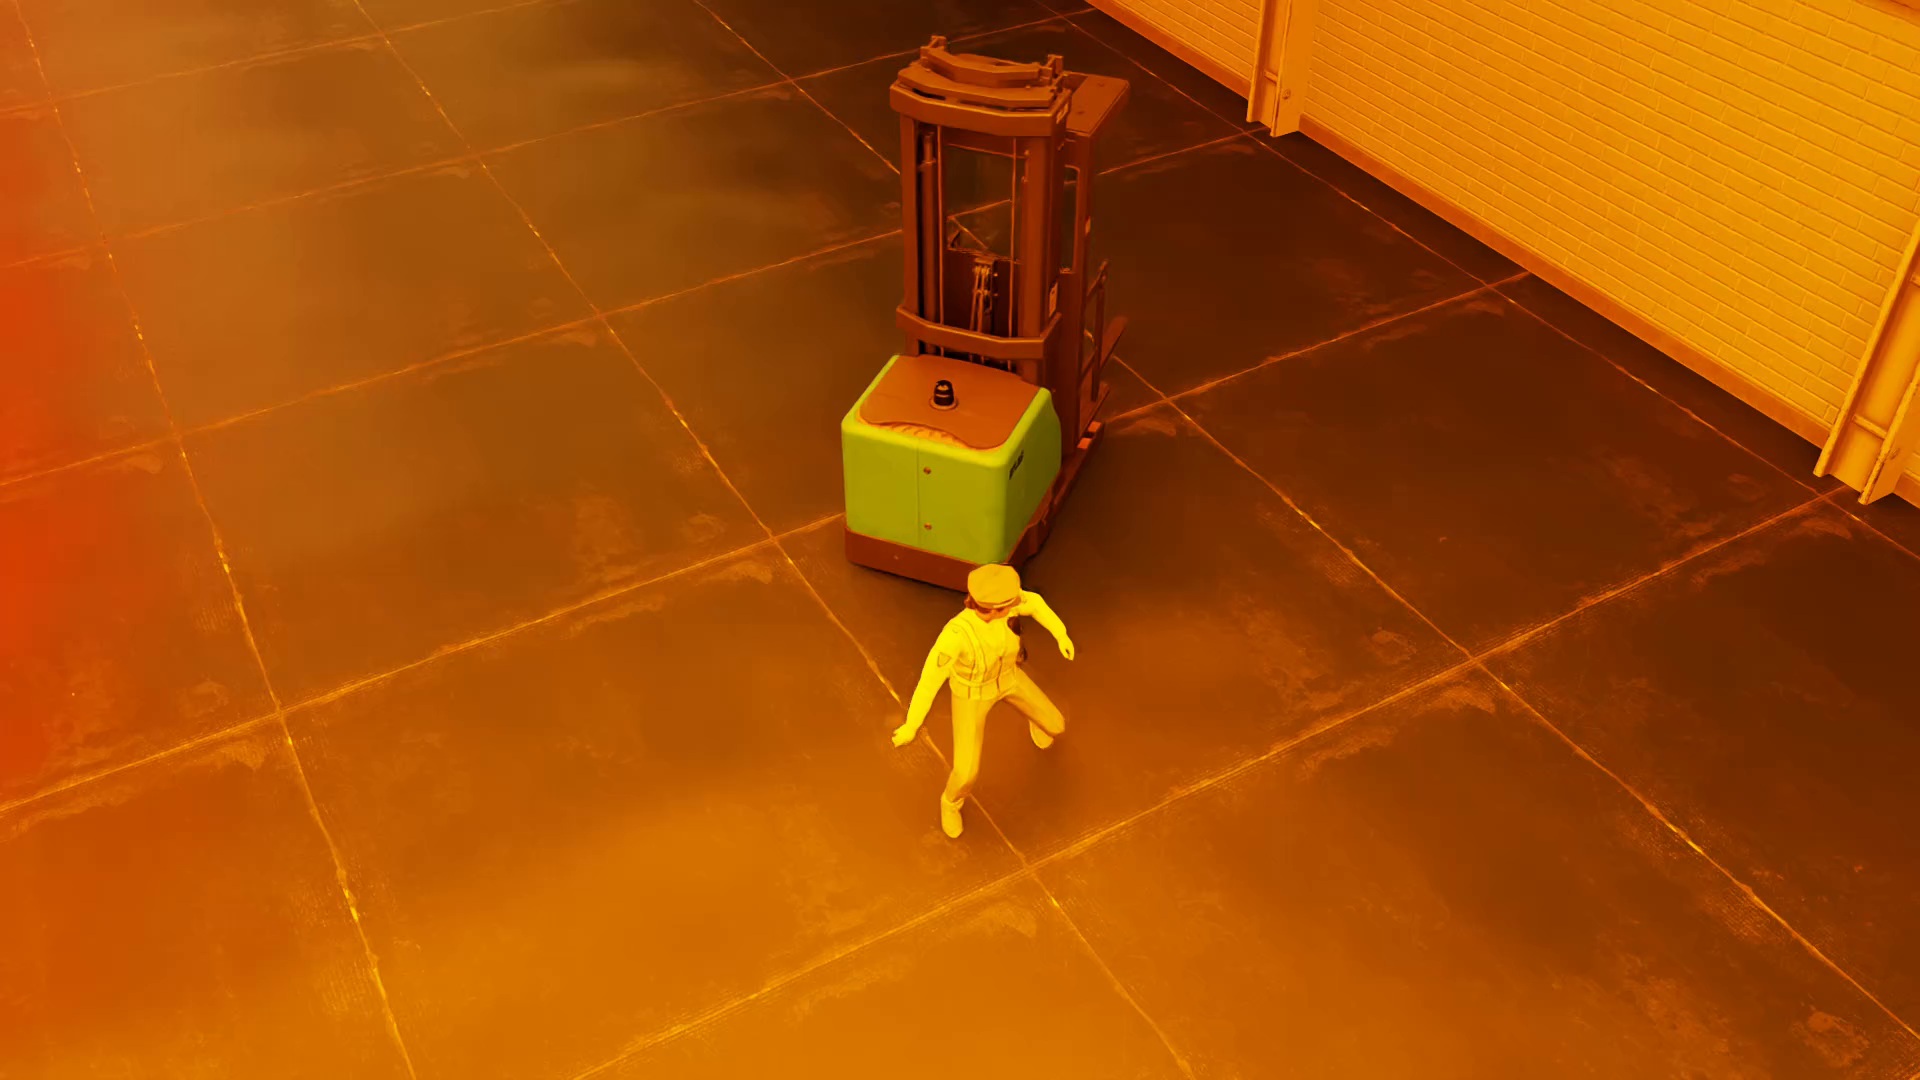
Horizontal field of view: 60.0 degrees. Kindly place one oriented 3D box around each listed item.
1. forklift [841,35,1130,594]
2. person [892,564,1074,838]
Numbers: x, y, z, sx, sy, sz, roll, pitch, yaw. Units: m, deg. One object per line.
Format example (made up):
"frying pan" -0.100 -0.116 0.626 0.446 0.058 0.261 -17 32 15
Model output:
"forklift" 0.323 -1.729 10.121 1.130 2.935 3.031 14 42 17
"person" 0.122 0.757 8.274 1.042 1.555 0.468 -23 45 -25
